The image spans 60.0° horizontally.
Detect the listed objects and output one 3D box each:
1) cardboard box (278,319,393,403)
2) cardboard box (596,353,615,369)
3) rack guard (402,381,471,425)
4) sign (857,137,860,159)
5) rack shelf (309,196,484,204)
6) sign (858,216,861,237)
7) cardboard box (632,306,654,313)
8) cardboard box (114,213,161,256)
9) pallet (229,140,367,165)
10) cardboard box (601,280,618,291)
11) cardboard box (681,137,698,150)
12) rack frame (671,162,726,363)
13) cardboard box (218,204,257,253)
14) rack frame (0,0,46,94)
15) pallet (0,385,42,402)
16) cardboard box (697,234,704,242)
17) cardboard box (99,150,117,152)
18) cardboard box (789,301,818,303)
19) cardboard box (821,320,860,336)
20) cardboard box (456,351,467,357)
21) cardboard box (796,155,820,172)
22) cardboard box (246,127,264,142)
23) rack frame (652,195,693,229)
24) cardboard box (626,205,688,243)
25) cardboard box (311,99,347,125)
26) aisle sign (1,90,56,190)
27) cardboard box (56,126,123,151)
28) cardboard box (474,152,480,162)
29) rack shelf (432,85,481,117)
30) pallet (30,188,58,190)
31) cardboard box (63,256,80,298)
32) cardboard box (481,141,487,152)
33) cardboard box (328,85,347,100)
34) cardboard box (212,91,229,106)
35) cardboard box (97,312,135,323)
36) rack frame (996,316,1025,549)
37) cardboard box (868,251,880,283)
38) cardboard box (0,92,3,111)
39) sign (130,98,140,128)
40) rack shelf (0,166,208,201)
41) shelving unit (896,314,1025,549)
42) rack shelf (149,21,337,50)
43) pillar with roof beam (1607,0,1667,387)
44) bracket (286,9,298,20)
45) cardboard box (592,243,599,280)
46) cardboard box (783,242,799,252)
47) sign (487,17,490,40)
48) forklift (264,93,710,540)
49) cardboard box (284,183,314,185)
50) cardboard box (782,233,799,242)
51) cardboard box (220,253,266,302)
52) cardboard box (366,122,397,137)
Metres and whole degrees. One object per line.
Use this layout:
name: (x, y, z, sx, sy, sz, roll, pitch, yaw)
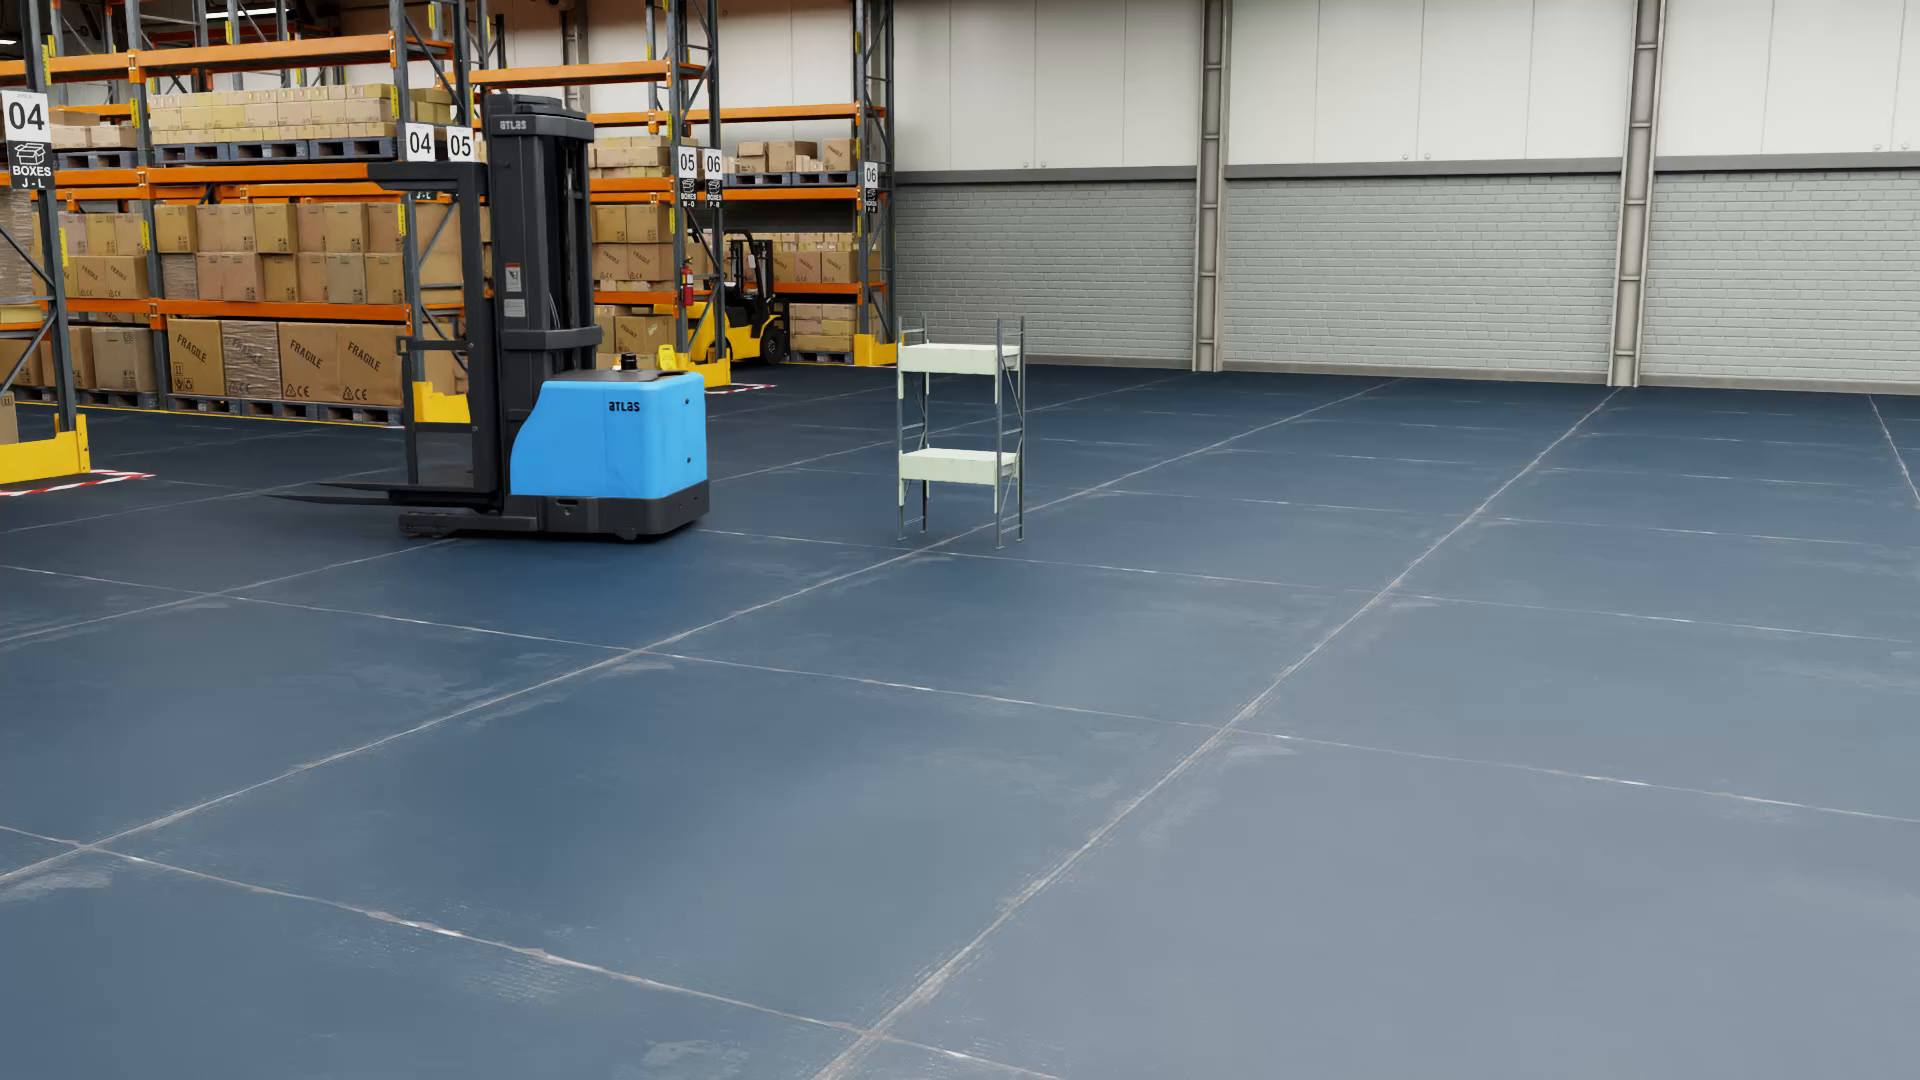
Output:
cardboard box: (-7.058, -2.046, 18.899, 0.875, 0.875, 0.875, 5, 11, 25)
cardboard box: (-4.836, -2.488, 23.096, 0.500, 0.250, 0.500, 5, 11, 26)
rack guard: (-5.609, -1.541, 18.342, 0.348, 0.500, 1.175, 5, 11, 26)
sign: (-1.591, -6.152, 26.112, 0.005, 0.325, 0.100, 5, 11, 26)
rack shelf: (-10.306, -6.275, 31.074, 4.000, 0.370, 1.077, 5, 11, 26)
sign: (-1.591, -4.965, 26.326, 0.005, 0.325, 0.100, 5, 11, 26)
cardboard box: (-5.398, -3.757, 29.056, 0.625, 0.625, 0.875, 6, 12, 28)
cardboard box: (-9.666, -3.668, 19.984, 0.500, 0.500, 0.700, 5, 11, 25)
pallet: (-7.399, -4.358, 18.714, 1.213, 0.211, 1.003, 5, 11, 26)
cardboard box: (-4.702, -3.485, 22.766, 0.250, 0.149, 0.380, 5, 12, 27)
cardboard box: (-3.760, -5.377, 22.560, 0.250, 0.149, 0.380, 5, 11, 25)
rack frame: (-3.531, -3.572, 22.541, 0.127, 3.000, 1.000, 5, 11, 26)
cardboard box: (-7.934, -3.570, 19.077, 0.550, 0.550, 0.875, 5, 11, 26)
rack frame: (-7.916, -4.941, 13.262, 0.127, 3.000, 1.000, 5, 11, 26)
pallet: (-12.131, -1.957, 21.451, 1.213, 0.211, 1.003, 5, 11, 26)
cardboard box: (-4.264, -5.097, 28.034, 0.250, 0.149, 0.380, 5, 11, 25)
cardboard box: (-10.360, -4.848, 20.419, 0.250, 0.149, 0.380, 5, 11, 26)
cardboard box: (-2.579, -3.858, 27.860, 0.500, 0.250, 0.500, 5, 11, 25)
cardboard box: (-1.913, -3.453, 27.022, 0.500, 0.250, 0.500, 5, 11, 25)
cardboard box: (-6.760, -2.356, 22.838, 0.500, 0.500, 0.500, -4, 11, -23)
cardboard box: (-2.443, -6.067, 26.825, 0.258, 0.266, 0.396, 5, 11, 26)
cardboard box: (-7.678, -4.494, 18.459, 0.250, 0.149, 0.380, 5, 11, 27)
rack frame: (-4.925, -4.680, 28.665, 0.127, 3.000, 1.000, 5, 11, 26)
cardboard box: (-4.086, -4.264, 22.447, 0.500, 0.500, 0.700, 5, 11, 24)
cardboard box: (-6.642, -4.611, 17.988, 0.500, 0.250, 0.500, 5, 11, 26)
aisle sign: (-7.728, -3.311, 13.803, 0.004, 0.787, 0.394, 5, 11, 26)
cardboard box: (-10.423, -4.808, 19.914, 0.500, 0.250, 0.500, 5, 11, 25)
cardboard box: (-6.845, -5.357, 23.570, 0.500, 0.250, 0.500, 5, 11, 25)
rack shelf: (-8.912, -6.446, 24.719, 4.000, 0.370, 1.077, 5, 11, 26)
pallet: (-16.112, -6.112, 28.405, 1.213, 0.211, 1.003, 5, 11, 26)
cardboard box: (-10.711, -3.215, 20.293, 0.500, 0.500, 0.500, 5, 11, 26)
cardboard box: (-6.501, -5.516, 23.332, 0.250, 0.149, 0.380, 5, 11, 24)
cardboard box: (-6.536, -4.786, 17.836, 0.250, 0.149, 0.380, 5, 12, 27)
cardboard box: (-8.127, -4.926, 18.608, 0.250, 0.149, 0.380, 5, 11, 26)
cardboard box: (-13.701, -3.642, 27.719, 0.875, 0.875, 0.875, 5, 12, 28)
rack frame: (0.334, -0.709, 10.934, 0.023, 1.500, 0.400, 5, 11, 26)
cardboard box: (-1.660, -4.497, 27.375, 0.500, 0.500, 0.500, 5, 12, 28)
cardboard box: (-8.061, -3.646, 13.831, 0.250, 0.149, 0.380, 5, 11, 25)
sign: (-9.449, -4.886, 19.047, 0.005, 0.325, 0.100, 5, 11, 26)
rack shelf: (-11.012, -4.368, 20.539, 4.000, 0.370, 1.077, 5, 11, 26)
shelving unit: (0.006, -0.737, 11.094, 0.755, 1.500, 0.431, 5, 11, 26)
rack shelf: (-13.893, -9.701, 32.253, 4.000, 0.370, 1.077, 5, 11, 26)
pillar with roof beam: (7.293, -5.882, 18.464, 0.400, 9.000, 9.100, 5, 11, 26)
bracket: (-12.855, -10.208, 32.259, 0.430, 0.232, 0.235, 5, 11, 26)
cardboard box: (-5.034, -3.846, 22.942, 0.500, 0.500, 0.500, 5, 11, 26)
cardboard box: (-2.699, -4.796, 27.205, 0.250, 0.149, 0.380, 5, 11, 24)
sign: (-6.862, -7.423, 24.129, 0.005, 0.325, 0.100, 5, 11, 26)
forklift: (-3.363, -1.546, 11.545, 3.031, 2.935, 1.130, 2, 10, 11)
cardboard box: (-9.860, -5.651, 25.327, 0.500, 0.500, 0.700, 5, 11, 26)
cardboard box: (-2.707, -4.939, 27.160, 0.250, 0.149, 0.380, 5, 12, 27)
cardboard box: (-7.946, -3.034, 19.149, 0.550, 0.550, 0.875, 5, 11, 26)
cardboard box: (-6.079, -4.353, 17.684, 0.250, 0.149, 0.380, 5, 11, 26)
